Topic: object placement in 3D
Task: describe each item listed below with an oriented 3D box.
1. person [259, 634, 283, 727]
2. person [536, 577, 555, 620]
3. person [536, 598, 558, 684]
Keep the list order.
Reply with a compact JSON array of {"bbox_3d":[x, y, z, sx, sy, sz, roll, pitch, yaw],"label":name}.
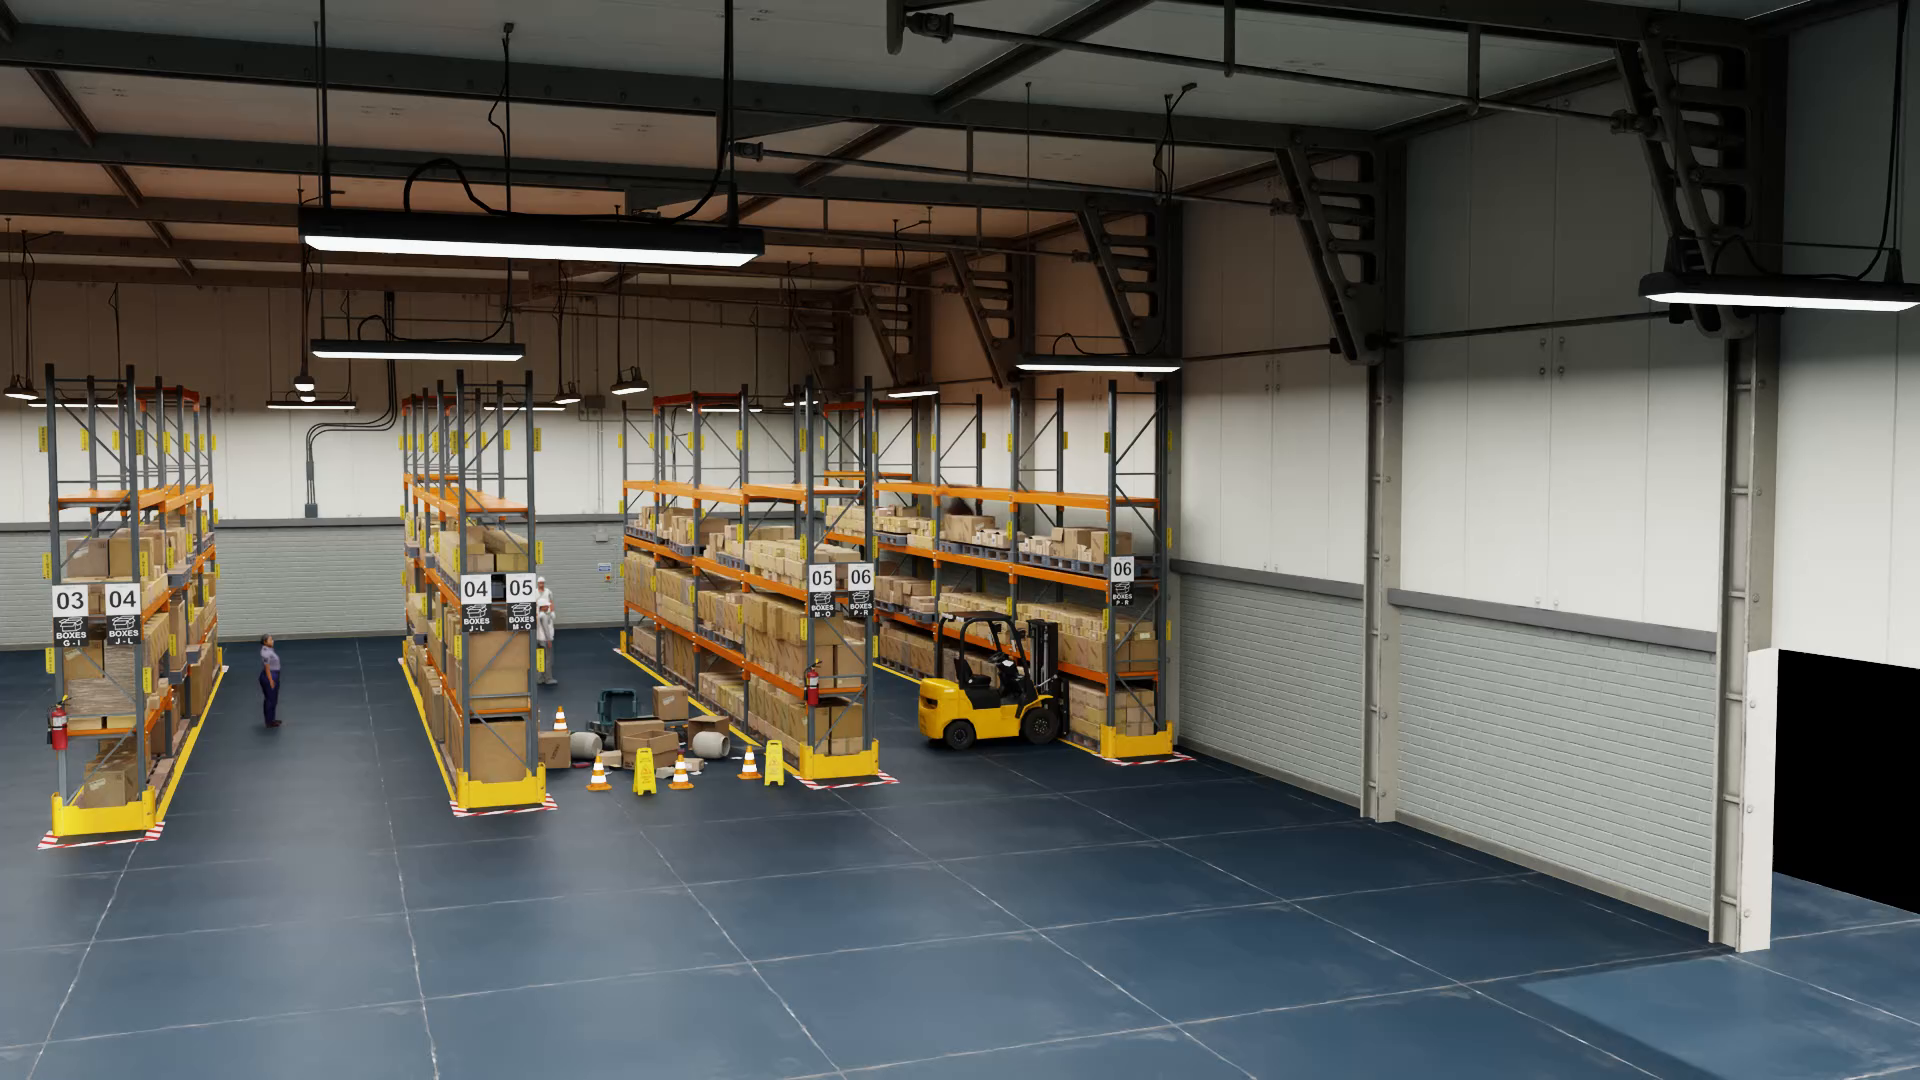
[{"bbox_3d":[-12.148,2.467,29.361,0.421,1.647,0.556,-2,4,-35],"label":"person"},{"bbox_3d":[-10.041,1.814,39.969,0.608,1.854,0.431,0,3,-2],"label":"person"},{"bbox_3d":[-8.595,2.092,34.482,0.413,1.775,0.588,-3,5,-43],"label":"person"}]
